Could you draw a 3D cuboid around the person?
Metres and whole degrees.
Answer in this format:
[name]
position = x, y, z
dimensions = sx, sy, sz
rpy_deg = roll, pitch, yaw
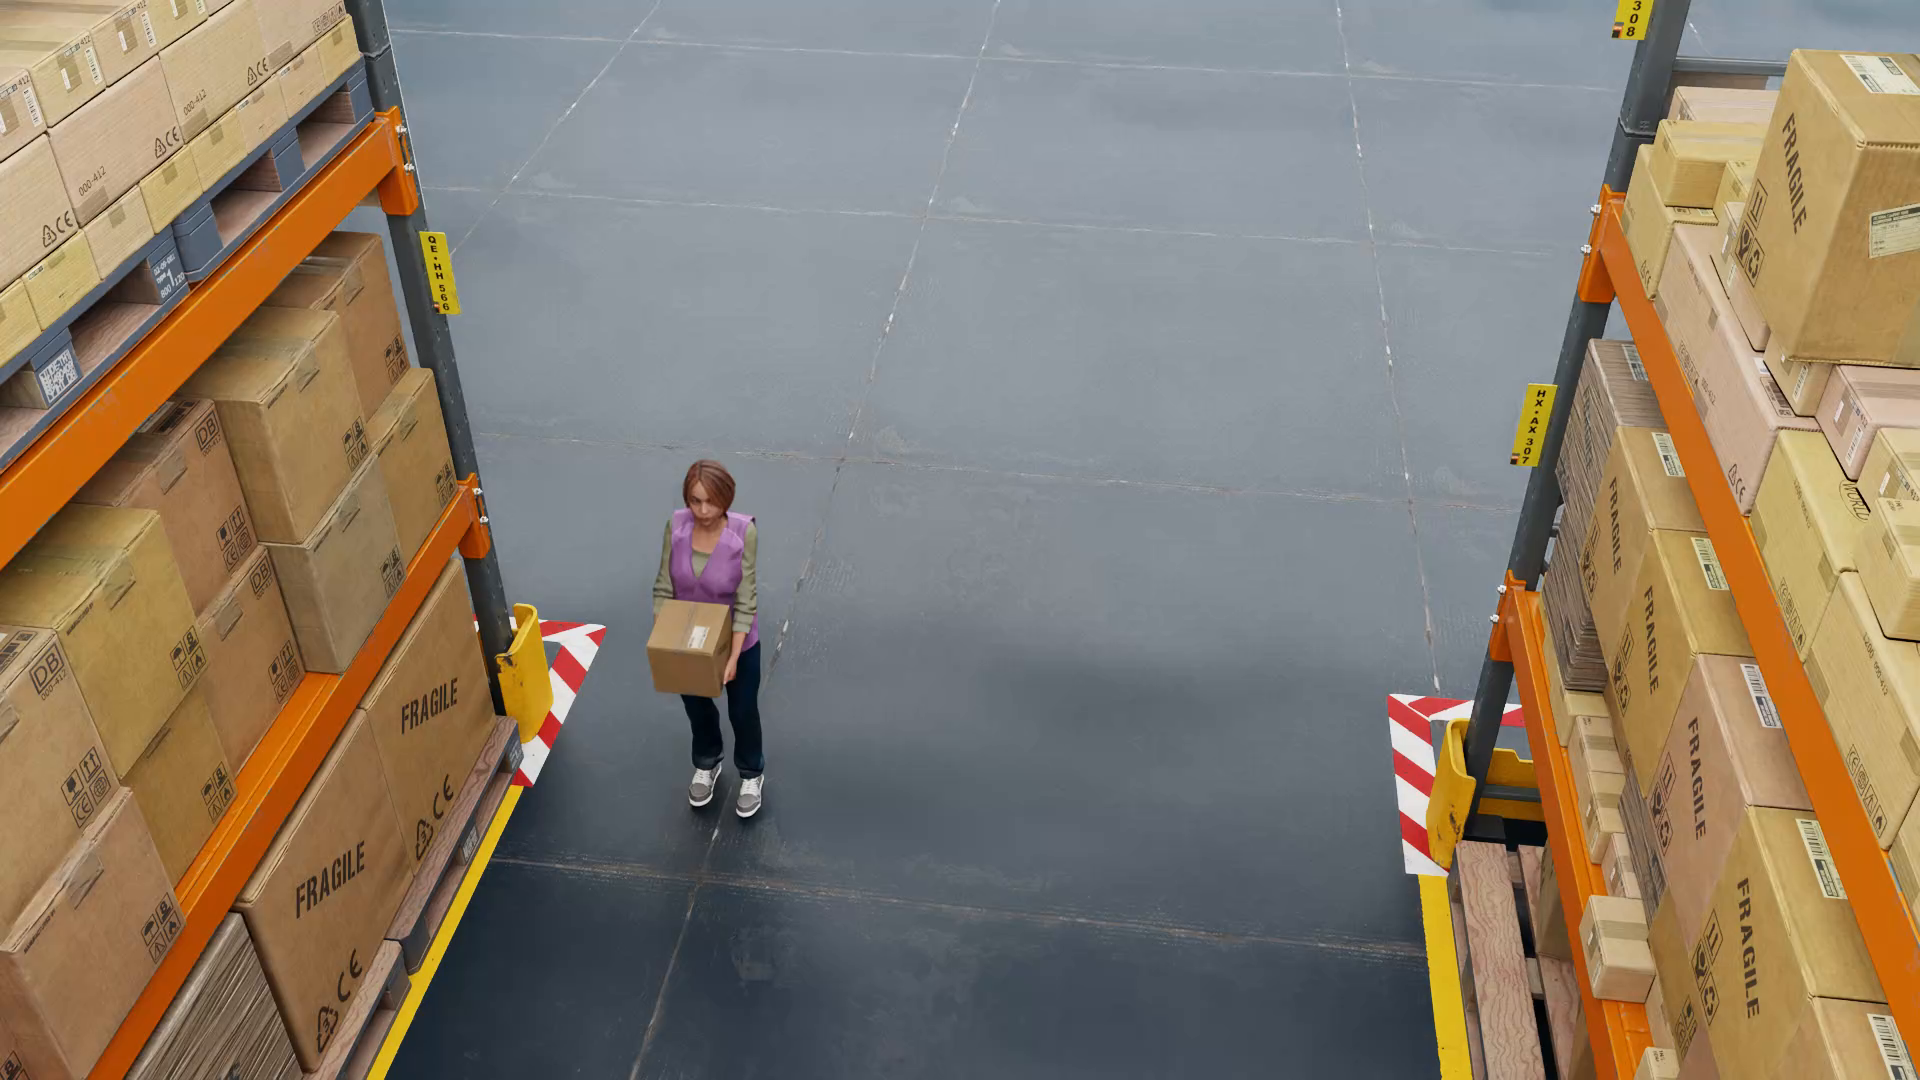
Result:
[person]
position = -0.970, 0.441, 6.460
dimensions = 0.404, 1.588, 0.496
rpy_deg = 5, 37, 7
